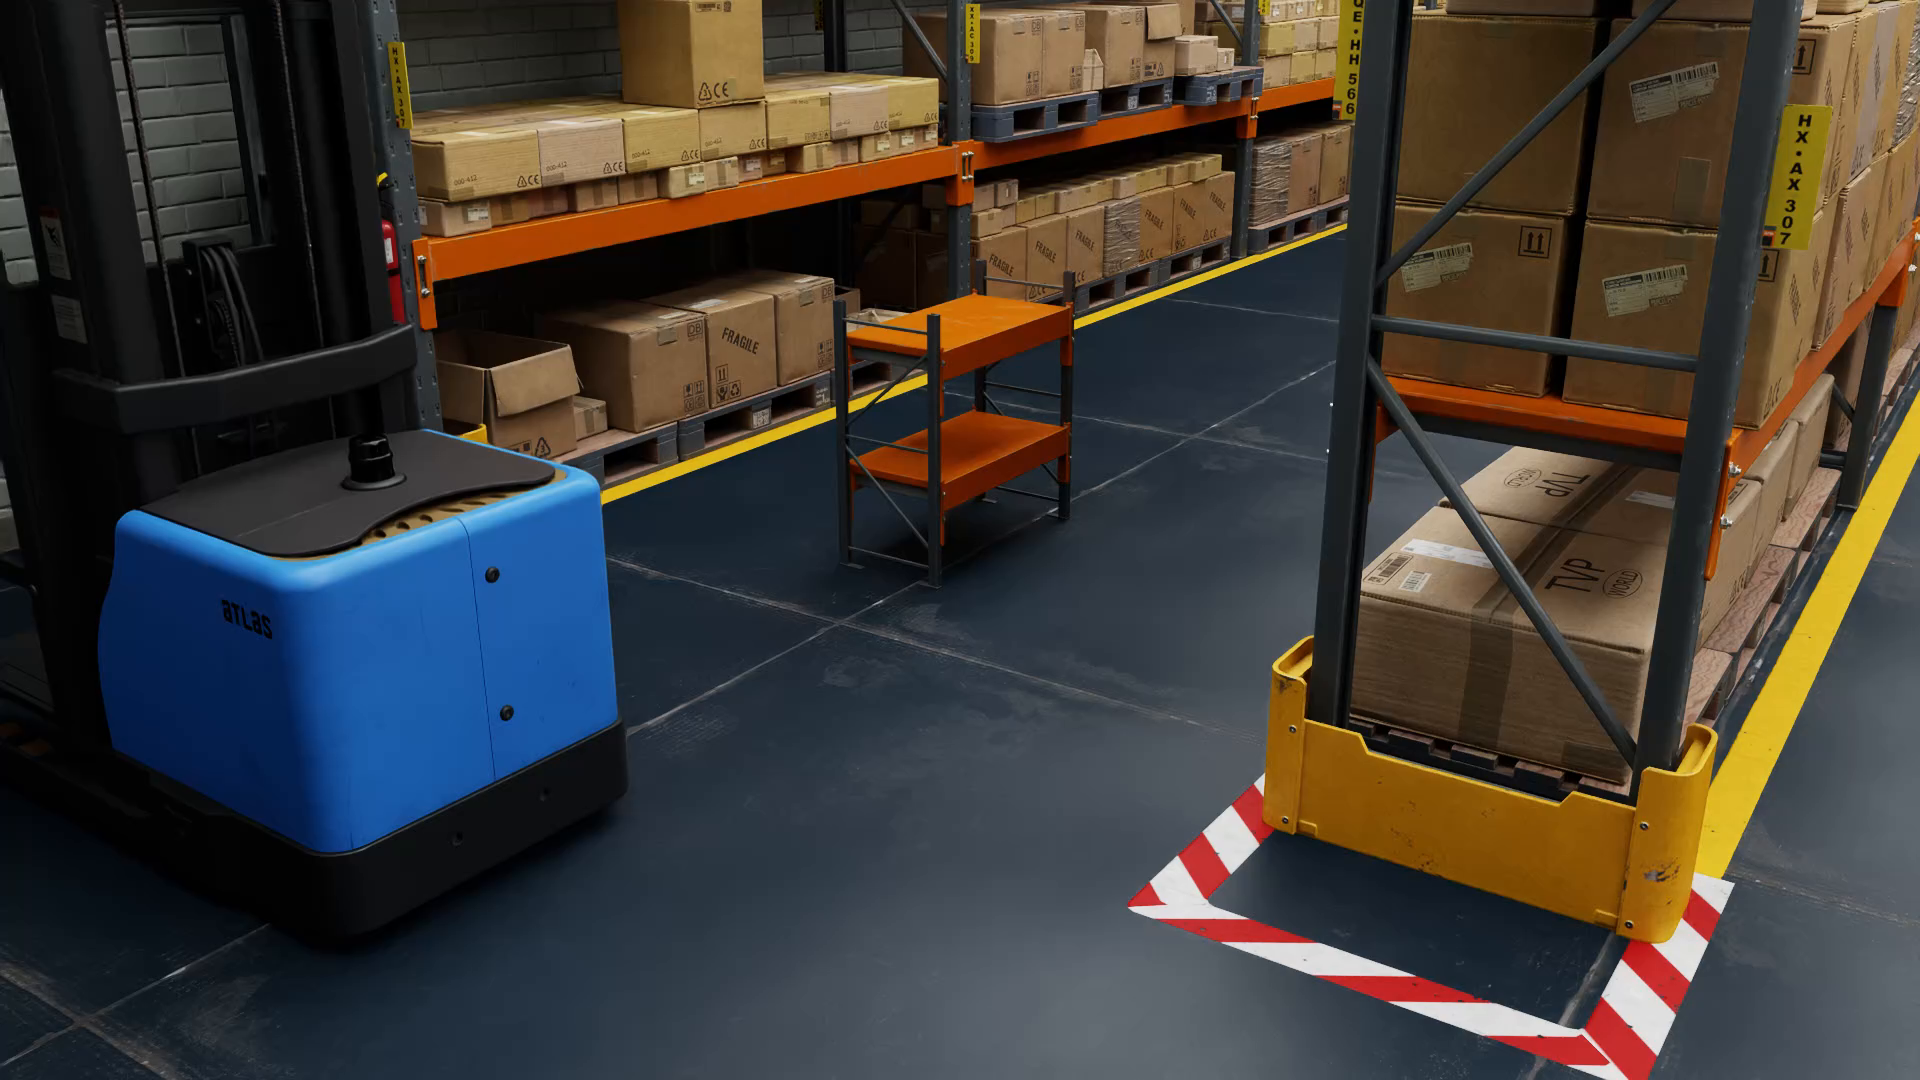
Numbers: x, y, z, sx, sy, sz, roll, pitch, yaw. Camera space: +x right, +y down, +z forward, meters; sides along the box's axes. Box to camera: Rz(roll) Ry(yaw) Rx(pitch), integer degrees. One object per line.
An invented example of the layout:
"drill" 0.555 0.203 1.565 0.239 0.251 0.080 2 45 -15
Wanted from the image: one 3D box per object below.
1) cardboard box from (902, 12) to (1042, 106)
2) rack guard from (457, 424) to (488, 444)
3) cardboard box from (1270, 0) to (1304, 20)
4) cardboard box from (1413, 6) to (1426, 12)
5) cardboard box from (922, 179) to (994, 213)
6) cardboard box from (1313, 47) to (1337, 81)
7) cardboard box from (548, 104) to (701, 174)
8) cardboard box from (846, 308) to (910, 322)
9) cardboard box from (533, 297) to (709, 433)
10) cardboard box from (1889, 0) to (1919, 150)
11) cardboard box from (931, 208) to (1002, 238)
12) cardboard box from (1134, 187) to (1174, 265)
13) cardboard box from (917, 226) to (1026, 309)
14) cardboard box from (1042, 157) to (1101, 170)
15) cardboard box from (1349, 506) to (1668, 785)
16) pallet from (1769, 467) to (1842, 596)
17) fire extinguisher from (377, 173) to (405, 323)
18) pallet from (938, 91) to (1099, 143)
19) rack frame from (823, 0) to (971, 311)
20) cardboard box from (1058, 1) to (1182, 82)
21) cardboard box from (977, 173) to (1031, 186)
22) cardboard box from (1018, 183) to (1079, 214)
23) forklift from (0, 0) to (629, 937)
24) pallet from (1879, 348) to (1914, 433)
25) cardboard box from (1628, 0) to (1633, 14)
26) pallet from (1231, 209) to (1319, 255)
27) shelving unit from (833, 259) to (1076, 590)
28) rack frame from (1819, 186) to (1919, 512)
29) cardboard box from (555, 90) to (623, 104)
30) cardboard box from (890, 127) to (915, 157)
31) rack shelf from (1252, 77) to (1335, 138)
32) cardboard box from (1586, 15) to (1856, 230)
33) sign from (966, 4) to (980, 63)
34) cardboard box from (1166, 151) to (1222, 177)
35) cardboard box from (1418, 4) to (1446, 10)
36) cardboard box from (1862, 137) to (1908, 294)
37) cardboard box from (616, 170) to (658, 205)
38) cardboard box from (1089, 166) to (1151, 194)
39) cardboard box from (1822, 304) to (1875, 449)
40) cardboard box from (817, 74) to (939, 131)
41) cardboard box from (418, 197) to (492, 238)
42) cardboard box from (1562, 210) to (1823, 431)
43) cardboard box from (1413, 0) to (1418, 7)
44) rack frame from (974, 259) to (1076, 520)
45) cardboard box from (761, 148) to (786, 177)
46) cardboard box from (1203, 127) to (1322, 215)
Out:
"cardboard box" 0.074 -2.957 10.185 0.700 0.500 0.500 14 24 33
"rack guard" -2.589 -0.319 7.407 1.175 0.500 0.348 13 24 32
"cardboard box" 2.560 -4.306 13.503 0.380 0.149 0.250 14 25 33
"cardboard box" 4.049 -4.886 15.647 0.500 0.250 0.500 13 24 31
"cardboard box" -0.012 -2.149 10.384 0.380 0.149 0.250 13 24 31
"cardboard box" 2.888 -4.067 14.152 0.500 0.250 0.500 12 24 30
"cardboard box" -1.588 -1.907 7.885 0.500 0.250 0.500 13 24 31
"cardboard box" -0.453 -1.260 9.852 0.380 0.149 0.250 12 24 30
"cardboard box" -1.697 -0.889 8.343 0.700 0.500 0.500 14 25 34
"cardboard box" 3.117 -1.685 5.912 0.500 0.500 0.500 14 24 33
"cardboard box" 0.039 -1.997 10.404 0.380 0.149 0.250 15 25 34
"cardboard box" 1.224 -2.334 12.250 0.500 0.500 0.500 15 25 34
"cardboard box" 0.075 -1.737 10.635 0.500 0.500 0.500 15 25 34
"cardboard box" 0.840 -2.787 12.539 0.380 0.149 0.250 12 23 29
"cardboard box" 1.764 0.293 5.237 0.875 0.438 0.875 12 24 30
"pallet" 3.232 -0.140 7.339 1.003 0.211 1.213 13 24 32
"fire extinguisher" -2.332 -1.126 6.635 0.296 0.674 0.183 13 24 32
"pallet" 0.156 -2.735 10.613 1.003 0.211 1.213 13 24 32
"rack frame" -0.383 -2.618 10.018 1.000 3.000 0.127 13 24 32
"cardboard box" 1.101 -3.506 11.666 0.797 0.503 0.637 13 24 31
"cardboard box" 0.278 -2.488 11.730 0.380 0.149 0.250 14 24 33
"cardboard box" 0.579 -2.314 11.258 0.380 0.149 0.250 13 24 32
"forklift" -2.492 -0.724 4.997 3.031 2.935 1.130 14 25 33
"pallet" 4.781 -0.930 9.476 1.003 0.211 1.213 13 24 32
"cardboard box" 1.993 -1.460 4.368 0.380 0.149 0.250 14 24 33
"pallet" 2.360 -2.686 14.222 1.003 0.211 1.213 13 24 32
"shelving unit" -0.004 -0.526 7.065 0.538 1.125 1.048 13 24 32
"rack frame" 3.724 -1.651 7.404 1.000 3.000 0.127 13 24 32
"cardboard box" -1.725 -2.162 8.572 0.500 0.250 0.500 13 24 32
"cardboard box" -0.482 -2.280 9.467 0.380 0.149 0.250 14 25 33
"rack shelf" 2.990 -4.002 14.796 1.077 0.370 4.000 13 24 32
"cardboard box" 1.981 -1.101 4.332 0.500 0.500 0.500 13 24 31
"sign" 0.070 -2.920 9.587 0.100 0.325 0.005 13 24 32
"cardboard box" 1.797 -2.903 12.852 0.380 0.149 0.250 12 23 29
"cardboard box" 4.579 -5.036 16.412 0.500 0.500 0.500 13 24 30
"cardboard box" 3.120 -1.219 6.092 0.500 0.500 0.500 13 24 31
"cardboard box" -1.659 -1.695 7.885 0.380 0.149 0.250 14 24 33
"cardboard box" 1.159 -2.613 12.068 0.380 0.149 0.250 13 24 31
"cardboard box" 4.006 -1.045 8.222 0.875 0.875 0.875 14 25 33
"cardboard box" -0.468 -2.493 9.468 0.500 0.250 0.500 14 24 33
"cardboard box" -2.220 -1.393 7.069 0.380 0.149 0.250 13 24 31
"cardboard box" 1.983 -0.632 4.504 0.500 0.500 0.500 13 24 31
"cardboard box" 4.106 -5.123 15.711 0.380 0.149 0.250 14 25 34
"rack frame" 0.282 -0.671 7.459 0.500 1.125 0.032 13 24 32
"cardboard box" -1.136 -2.000 8.710 0.380 0.149 0.250 14 24 33
"cardboard box" 2.588 -3.214 14.447 0.875 0.625 0.625 14 25 34
